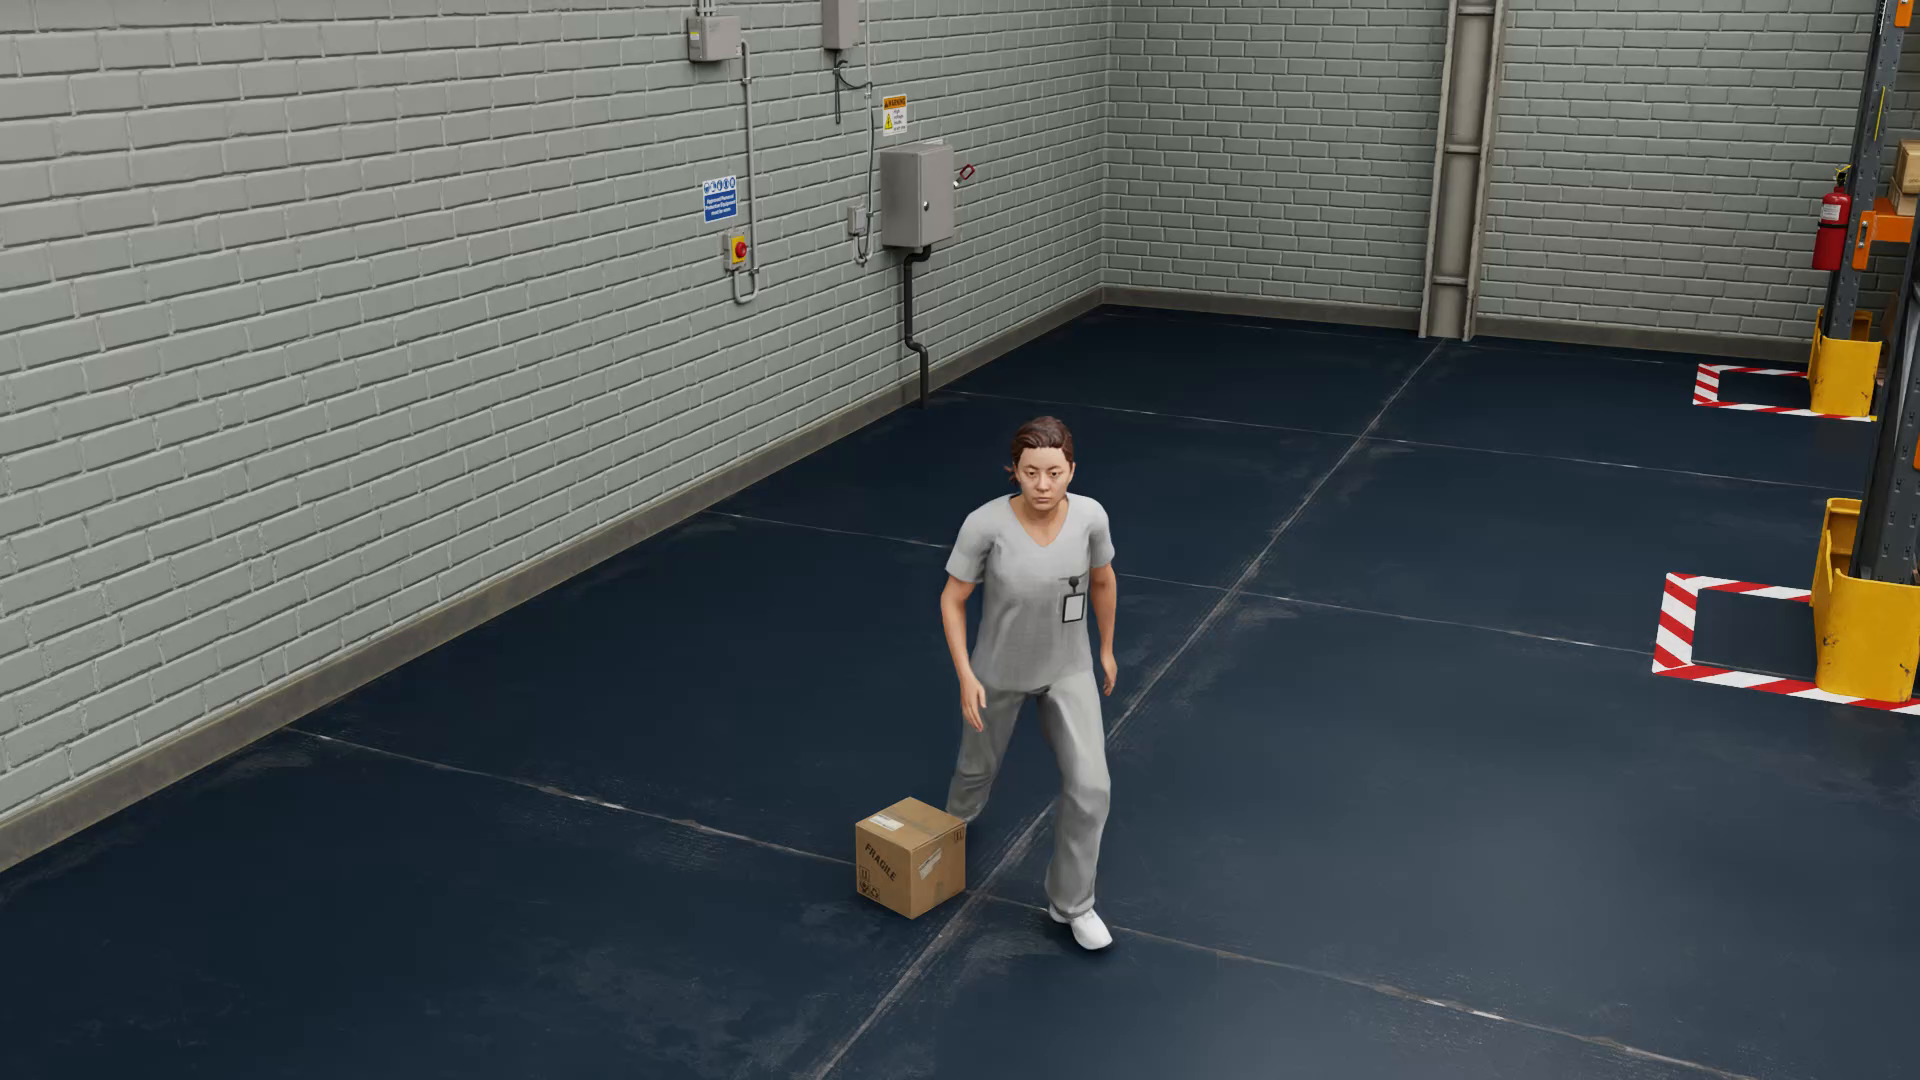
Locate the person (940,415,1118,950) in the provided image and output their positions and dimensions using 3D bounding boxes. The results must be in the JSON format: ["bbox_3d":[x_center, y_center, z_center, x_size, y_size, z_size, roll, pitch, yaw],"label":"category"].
[{"bbox_3d":[0.198,0.357,5.079,0.562,1.616,0.825,-2,19,-5],"label":"person"}]
